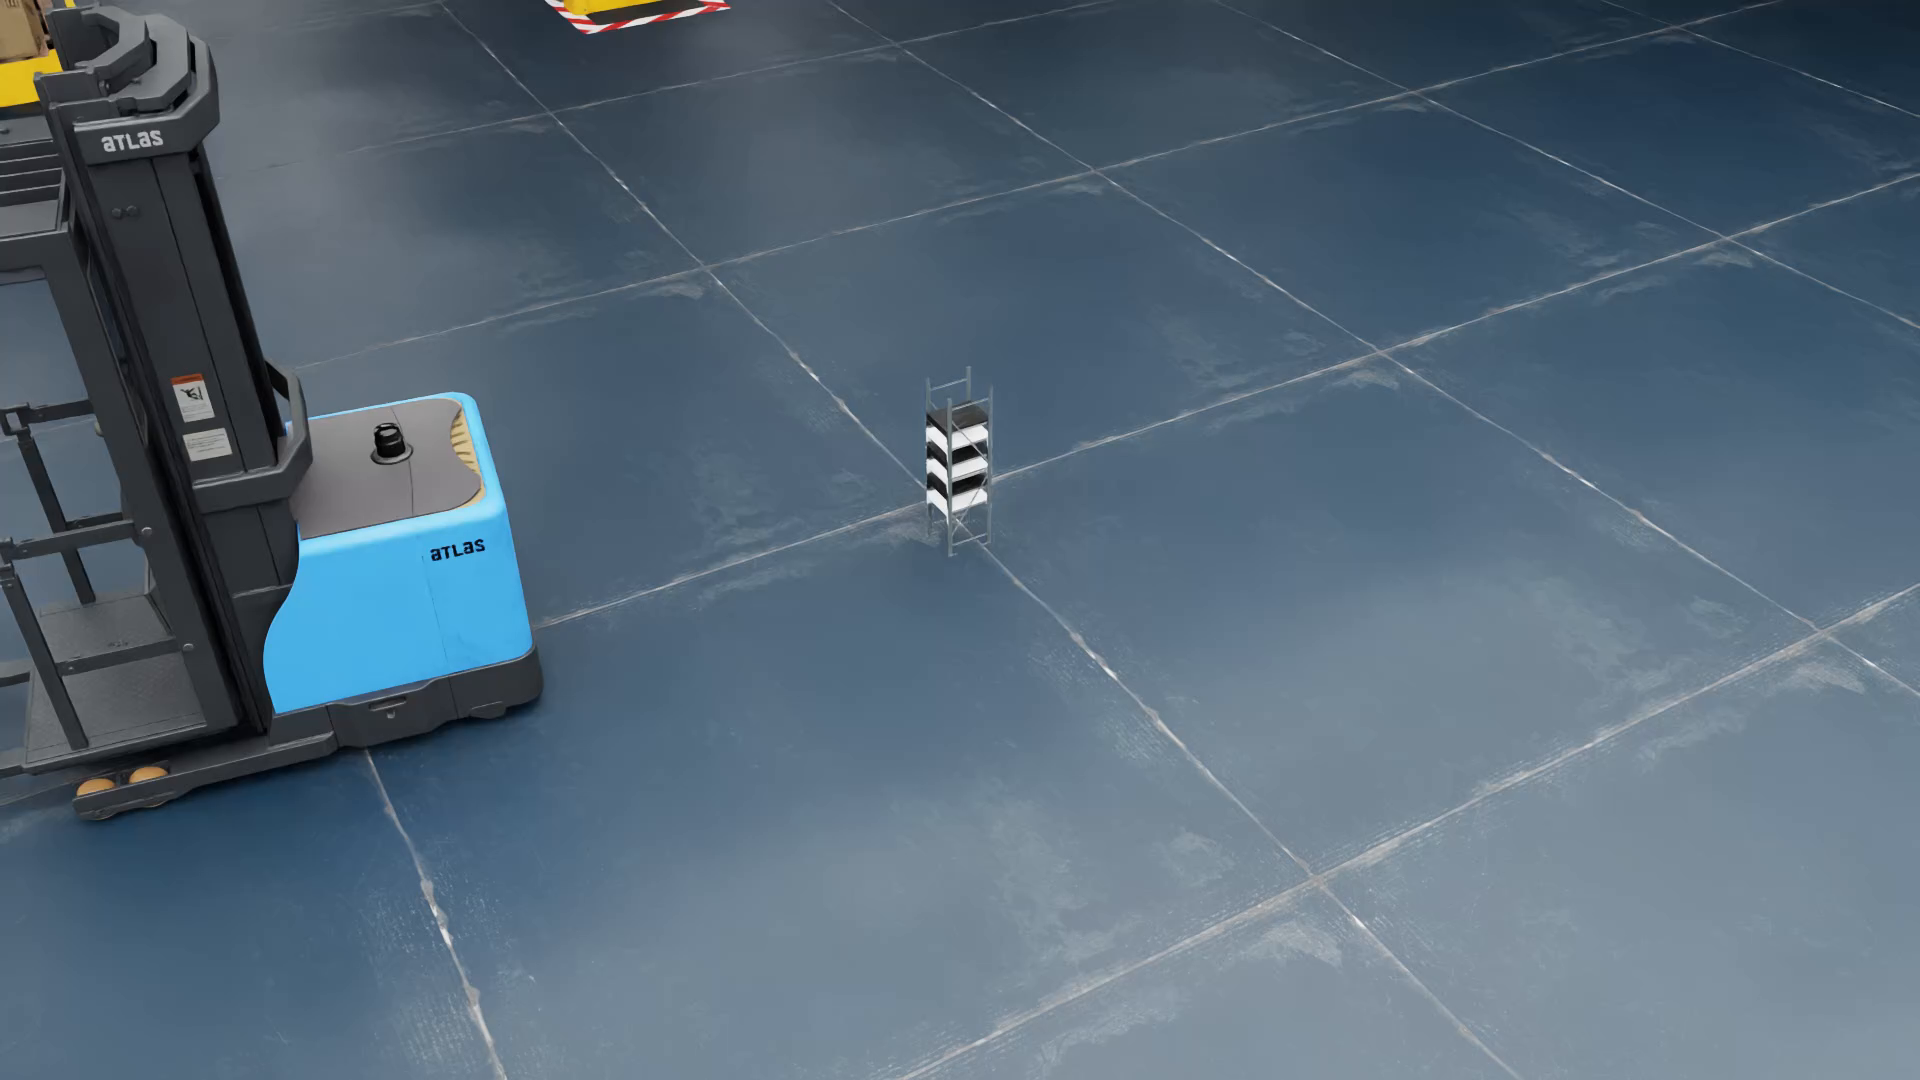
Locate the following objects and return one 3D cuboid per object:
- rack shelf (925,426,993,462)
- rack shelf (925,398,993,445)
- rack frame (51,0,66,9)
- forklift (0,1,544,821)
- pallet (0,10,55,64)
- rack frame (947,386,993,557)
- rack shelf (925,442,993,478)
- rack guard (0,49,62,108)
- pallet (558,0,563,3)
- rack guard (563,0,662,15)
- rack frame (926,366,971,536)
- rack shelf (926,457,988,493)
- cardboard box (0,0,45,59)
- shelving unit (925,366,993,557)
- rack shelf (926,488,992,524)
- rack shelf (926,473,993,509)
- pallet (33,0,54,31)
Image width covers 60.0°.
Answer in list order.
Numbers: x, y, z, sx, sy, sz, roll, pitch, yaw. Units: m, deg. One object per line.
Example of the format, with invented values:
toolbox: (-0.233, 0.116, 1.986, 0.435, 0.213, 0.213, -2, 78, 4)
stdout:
rack shelf: (-0.004, -0.486, 7.904, 0.258, 0.077, 0.200, -19, 40, -24)
rack shelf: (-0.004, -0.559, 7.851, 0.258, 0.077, 0.200, -19, 40, -24)
rack frame: (-7.291, -4.635, 12.053, 1.000, 3.000, 0.127, -19, 40, -24)
forklift: (-3.385, -0.410, 6.326, 3.031, 2.935, 1.130, -13, 38, -17)
pallet: (-7.706, -3.972, 13.510, 1.003, 0.211, 1.213, -19, 40, -24)
rack frame: (0.047, -0.316, 7.919, 0.240, 0.900, 0.006, -19, 40, -24)
rack shelf: (-0.004, -0.413, 7.957, 0.258, 0.077, 0.200, -19, 40, -24)
rack guard: (-7.329, -3.664, 12.843, 1.175, 0.500, 0.348, -19, 40, -24)
pallet: (-3.421, -5.311, 15.343, 1.003, 0.211, 1.213, -19, 40, -24)
rack guard: (-2.939, -5.031, 14.715, 1.175, 0.500, 0.348, -19, 40, -24)
rack frame: (-0.055, -0.419, 8.061, 0.240, 0.900, 0.006, -19, 40, -24)
rack shelf: (-0.004, -0.341, 8.010, 0.258, 0.077, 0.200, -19, 40, -24)
cardboard box: (-7.590, -4.118, 13.109, 0.500, 0.500, 0.500, -12, 38, -16)
shelving unit: (-0.004, -0.368, 7.990, 0.258, 0.900, 0.210, -19, 40, -24)
rack shelf: (-0.004, -0.195, 8.116, 0.258, 0.077, 0.200, -19, 40, -24)
rack shelf: (-0.004, -0.268, 8.063, 0.258, 0.077, 0.200, -19, 40, -24)
pallet: (-8.315, -4.594, 14.361, 1.003, 0.211, 1.213, -19, 40, -24)
